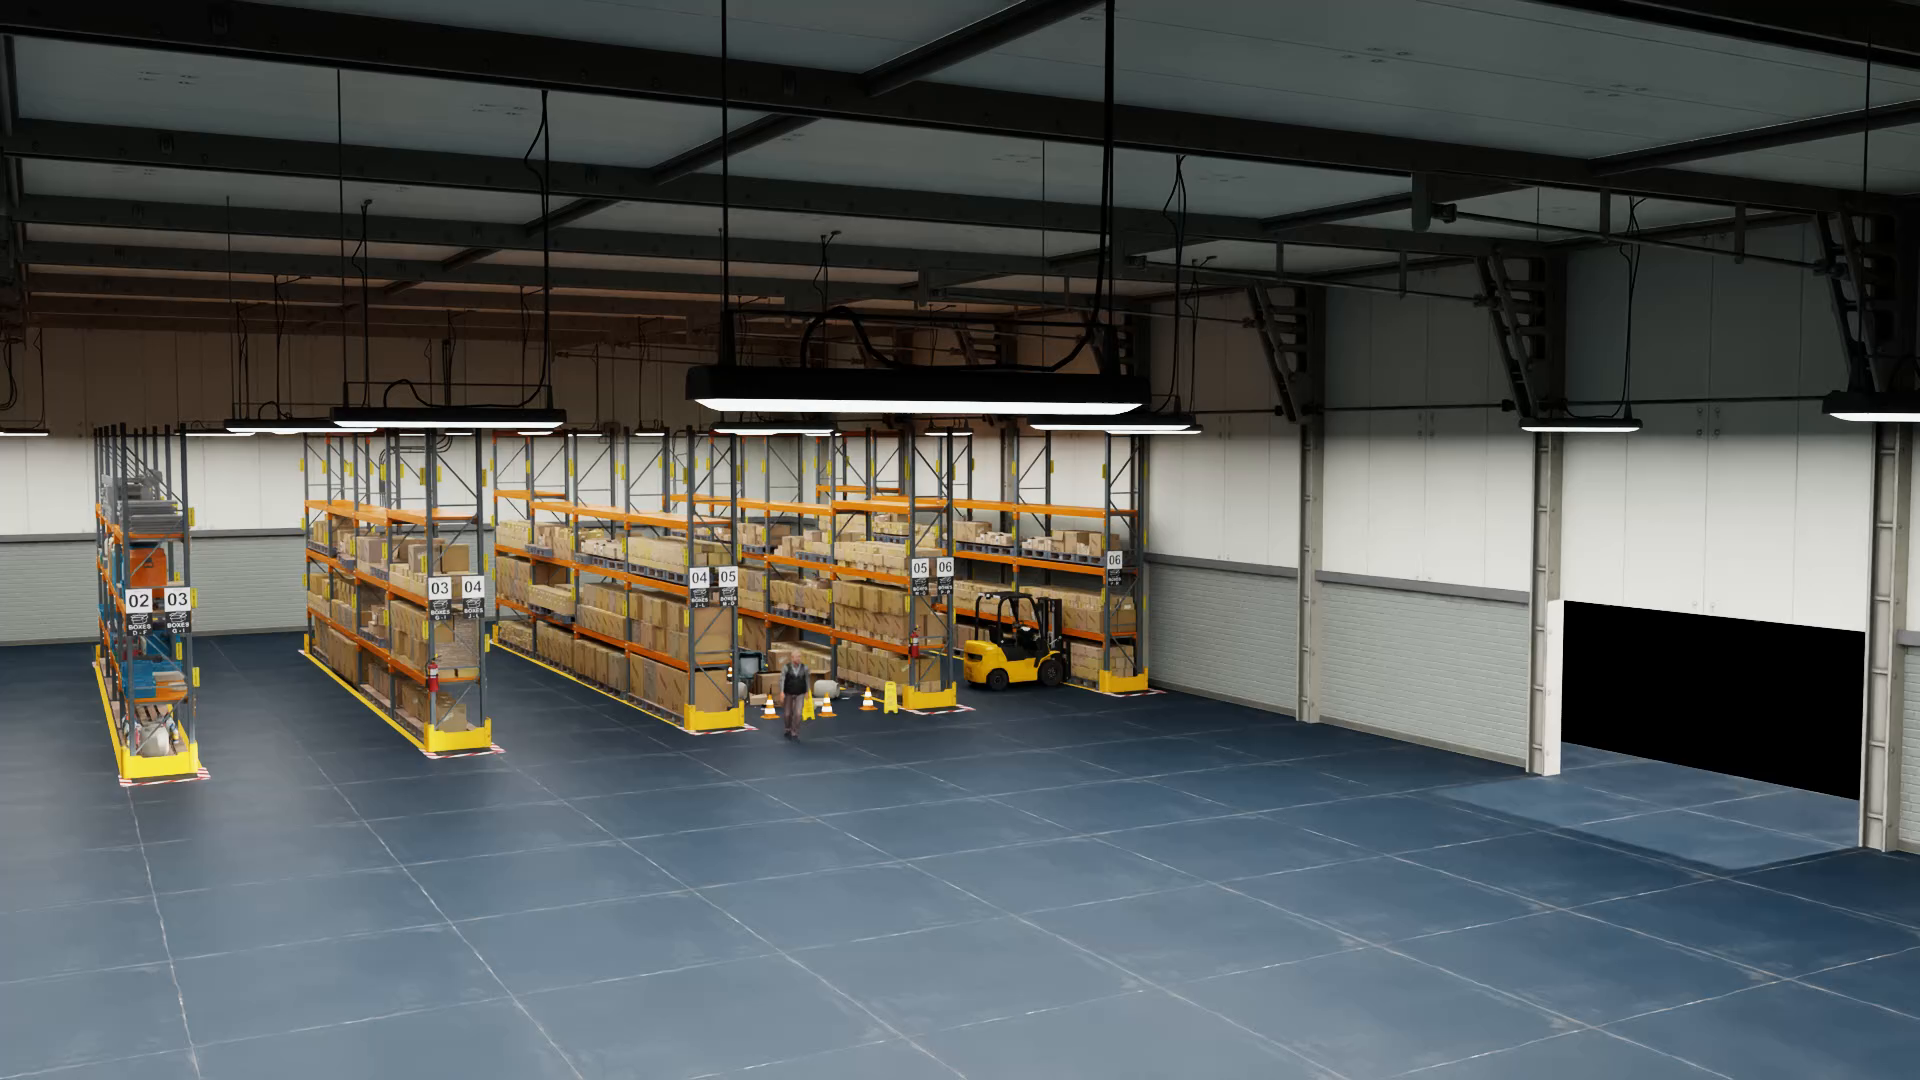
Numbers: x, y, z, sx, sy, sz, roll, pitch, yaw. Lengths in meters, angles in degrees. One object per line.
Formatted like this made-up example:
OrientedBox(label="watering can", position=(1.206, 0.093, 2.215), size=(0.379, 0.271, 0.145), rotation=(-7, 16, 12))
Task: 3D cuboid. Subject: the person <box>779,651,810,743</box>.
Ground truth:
OrientedBox(label="person", position=(-3.154, 2.971, 31.725), size=(0.610, 1.728, 0.721), rotation=(-1, 4, -14))
